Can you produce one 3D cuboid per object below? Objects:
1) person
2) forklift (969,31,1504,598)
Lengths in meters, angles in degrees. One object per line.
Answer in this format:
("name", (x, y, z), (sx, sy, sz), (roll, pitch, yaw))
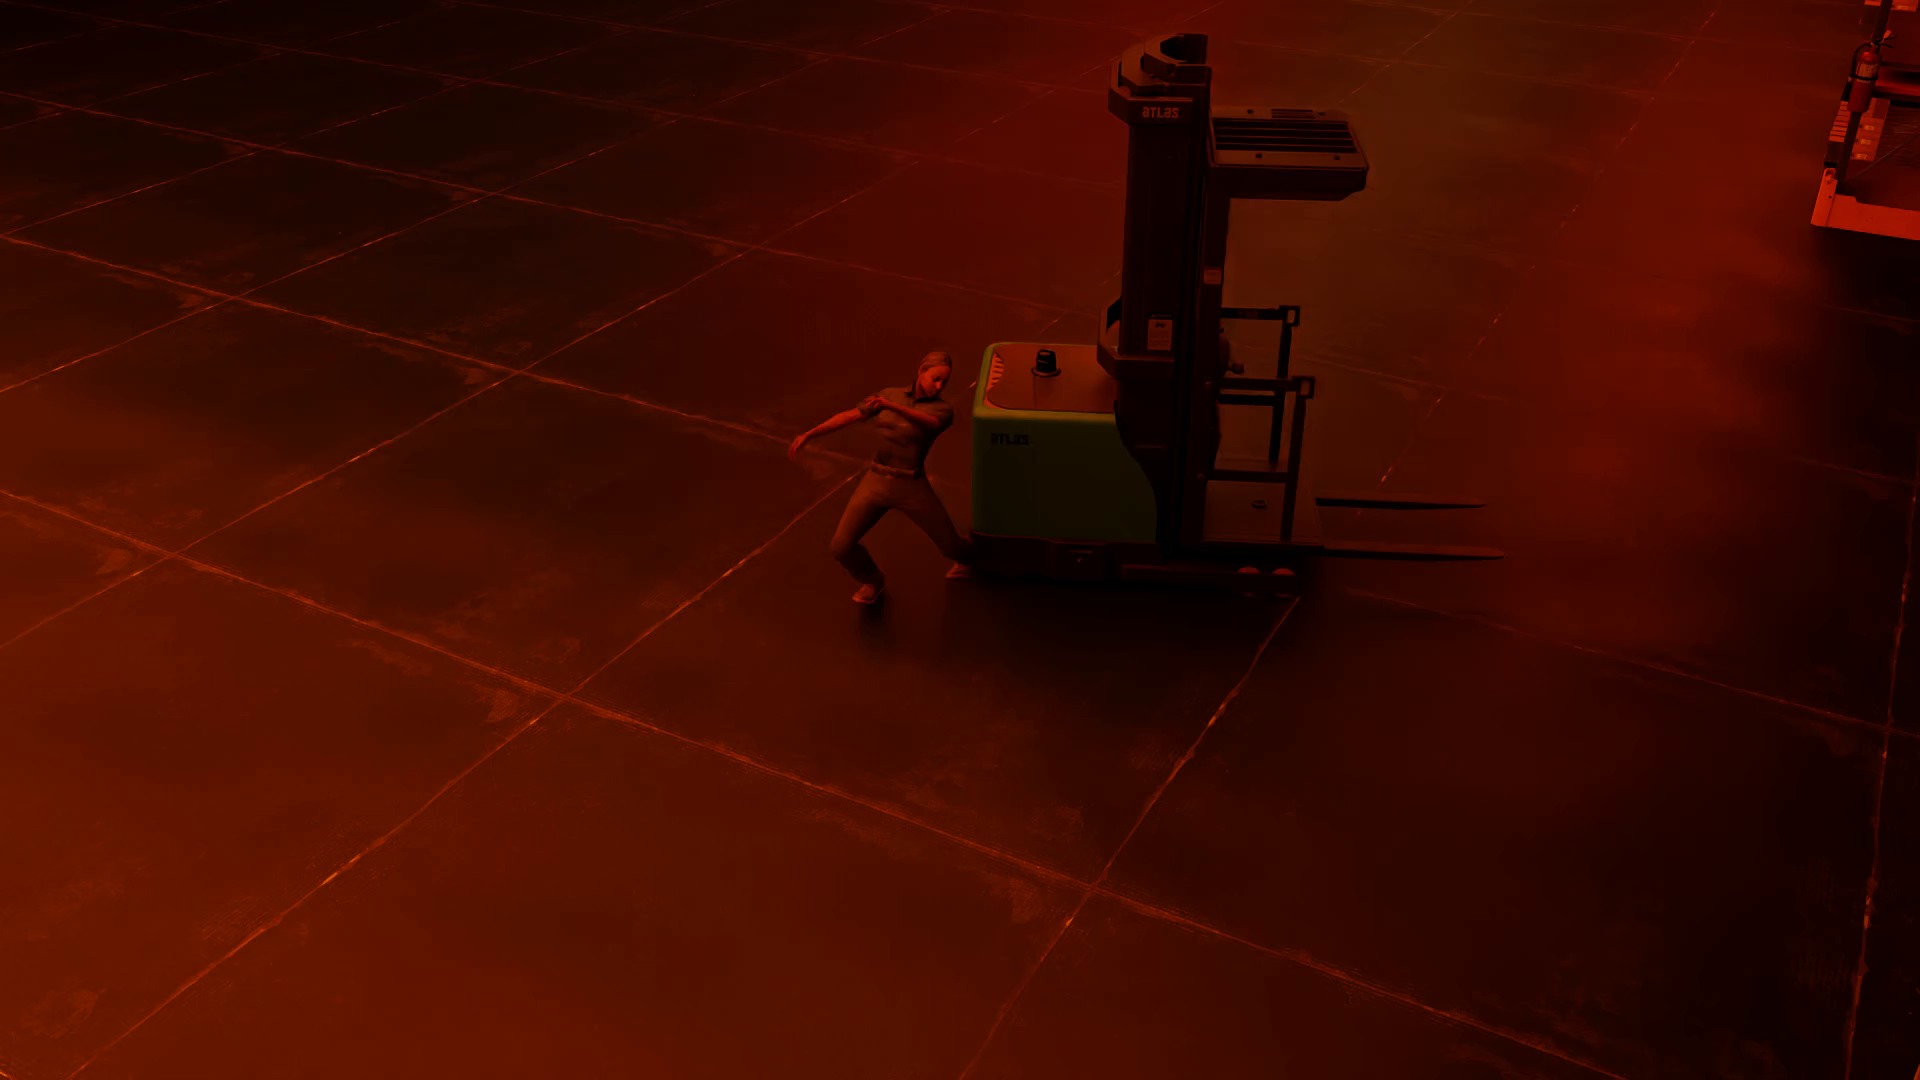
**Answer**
("person", (-0.430, -0.298, 9.045), (0.965, 1.409, 0.747), (4, 30, 7))
("forklift", (1.600, -1.219, 9.183), (3.031, 2.935, 1.130), (3, 30, 5))
